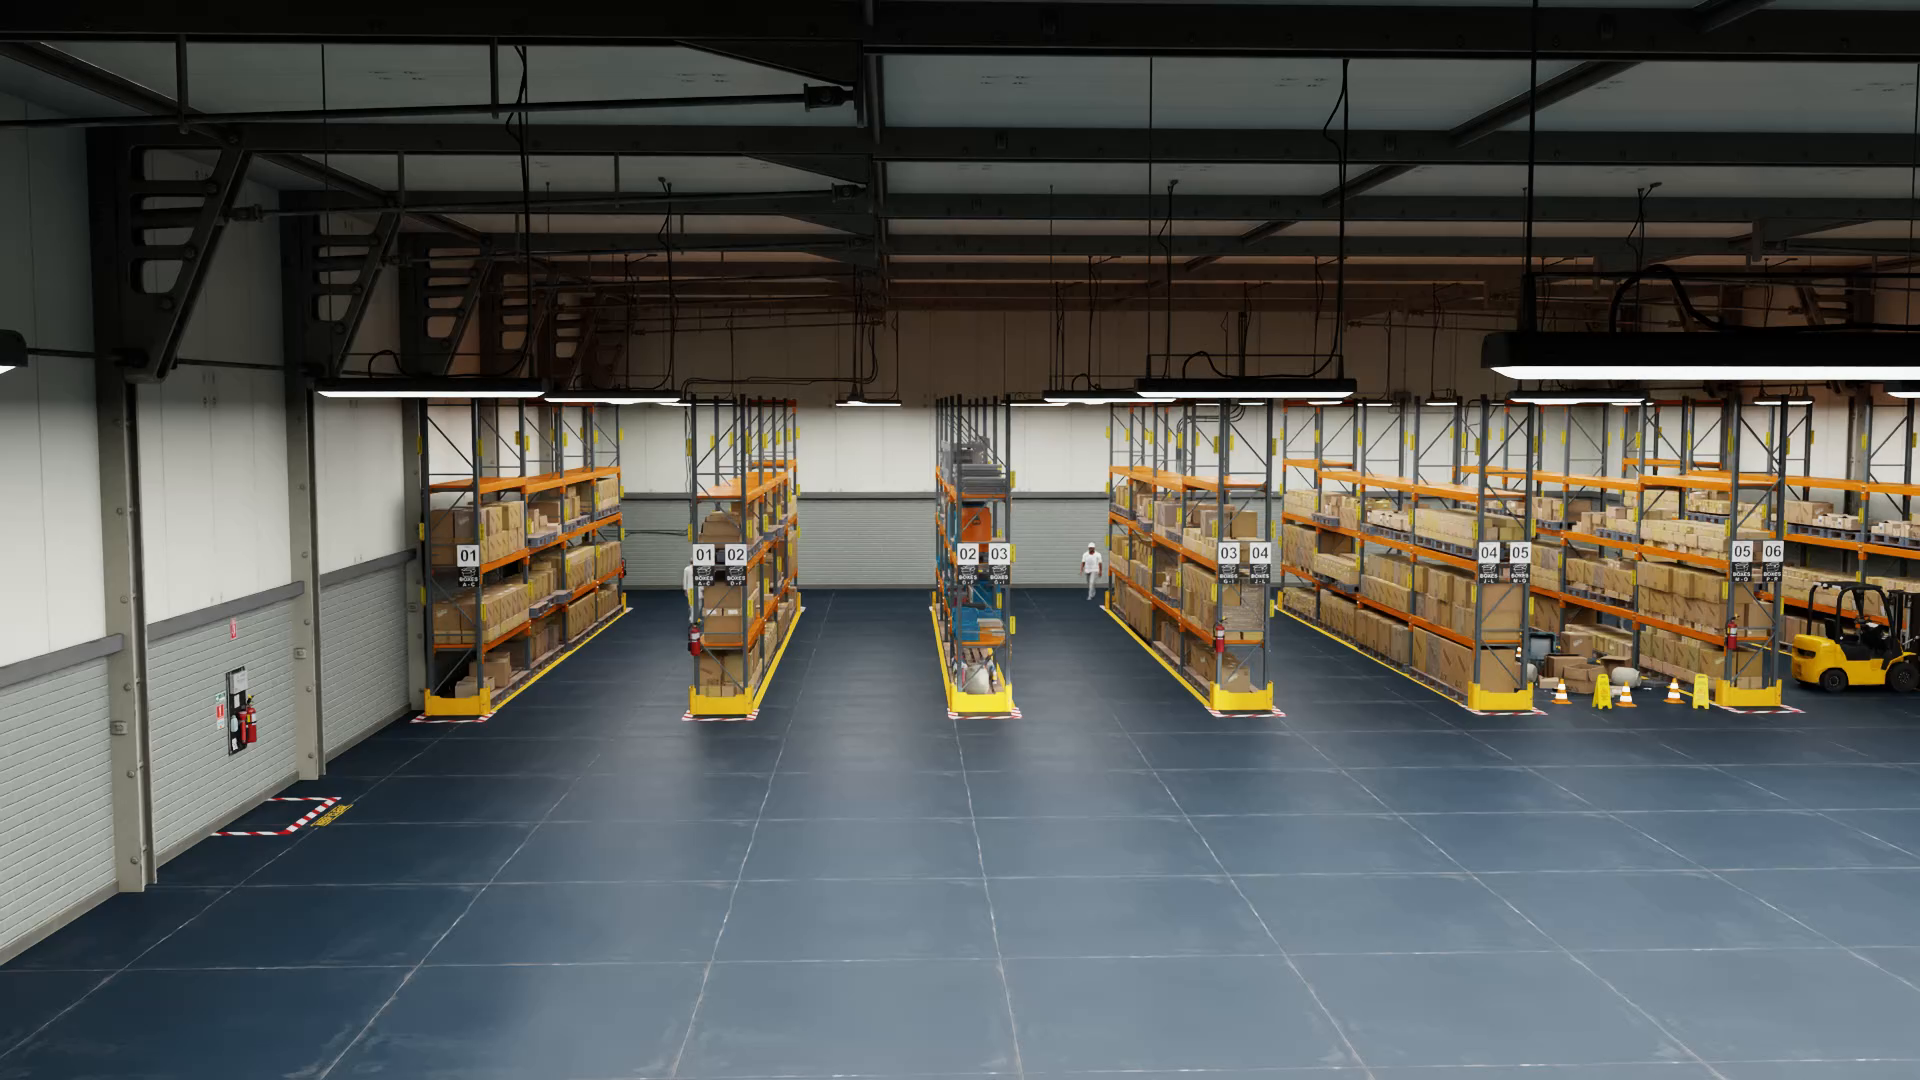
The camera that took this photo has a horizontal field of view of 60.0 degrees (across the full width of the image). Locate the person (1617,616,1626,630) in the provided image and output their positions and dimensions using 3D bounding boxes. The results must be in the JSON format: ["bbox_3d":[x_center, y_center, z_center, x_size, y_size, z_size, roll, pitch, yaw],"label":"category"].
[{"bbox_3d":[16.890,1.567,42.361,0.496,1.702,0.639,0,4,0],"label":"person"}]

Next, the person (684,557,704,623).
[{"bbox_3d":[-7.141,1.364,44.483,0.634,1.658,0.582,3,5,31],"label":"person"}]

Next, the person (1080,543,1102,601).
[{"bbox_3d":[3.941,0.936,49.831,0.585,1.716,1.093,2,5,25],"label":"person"}]
